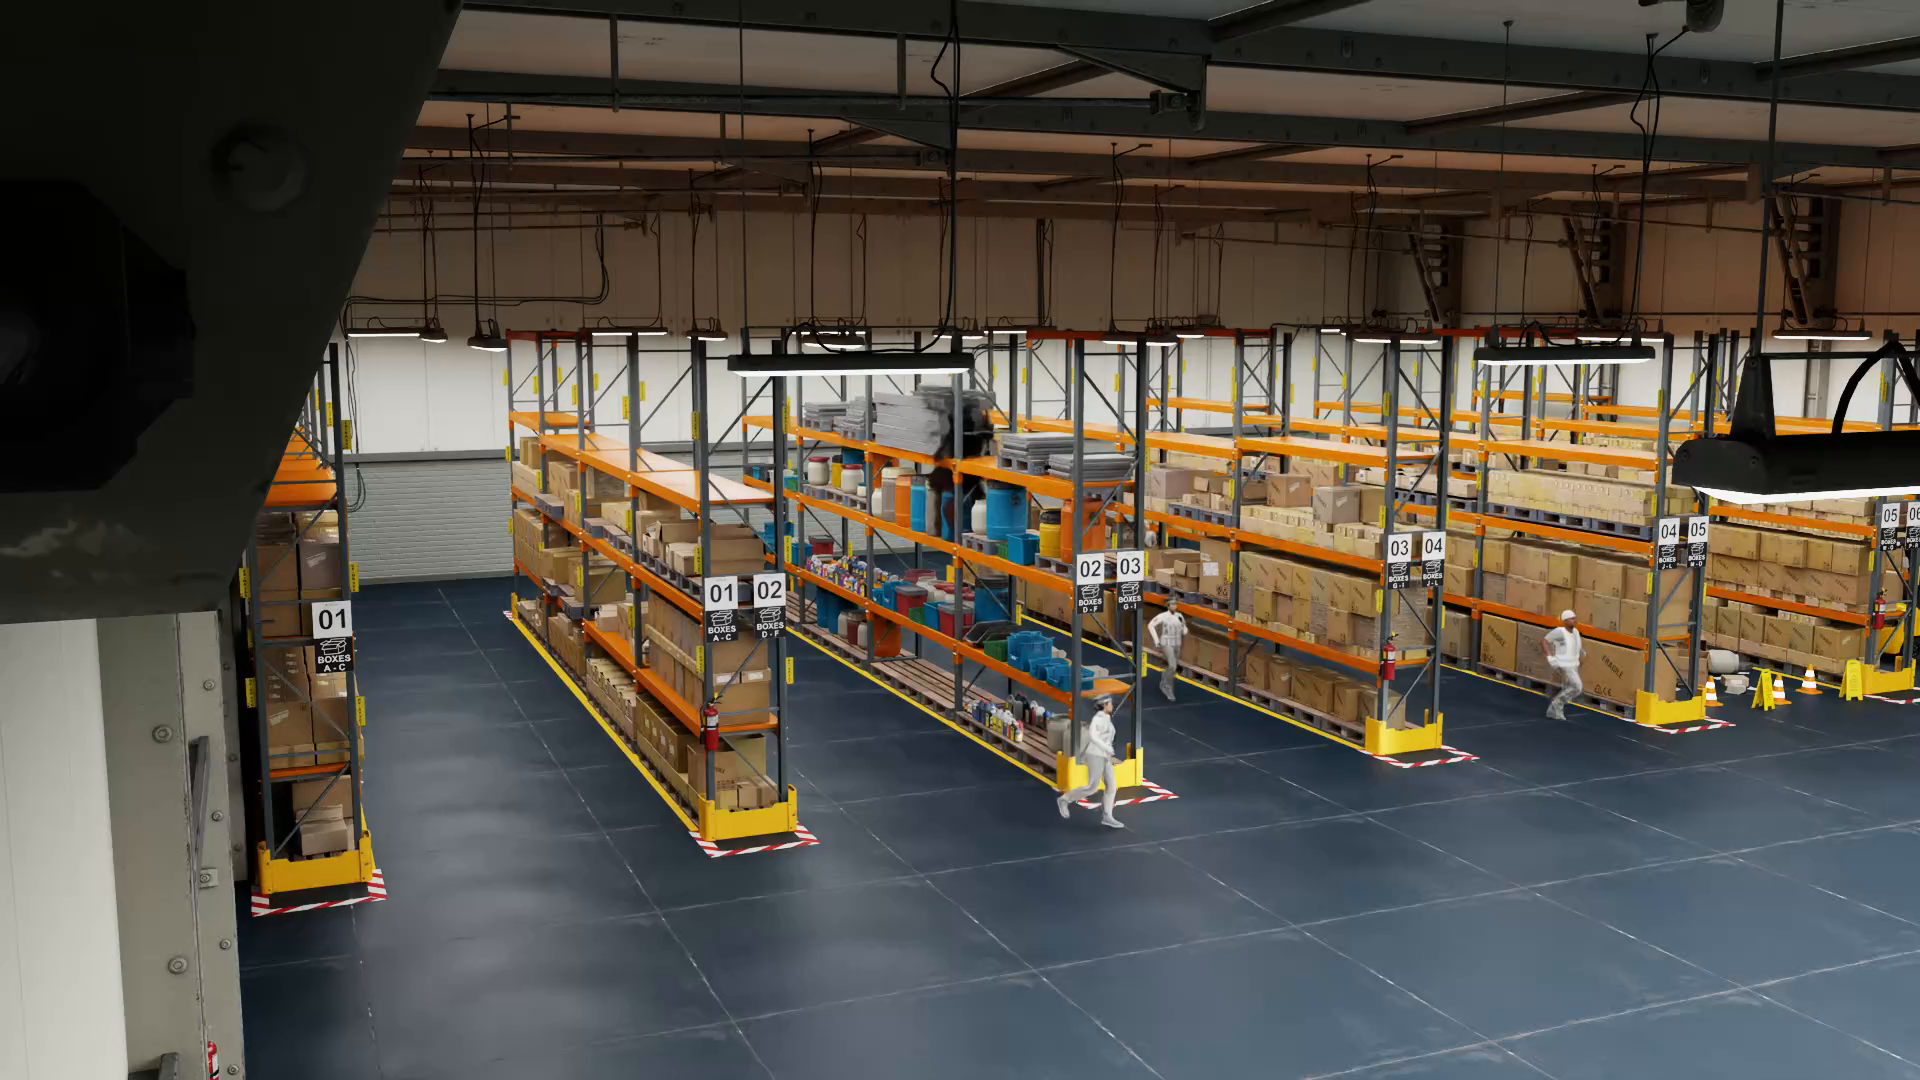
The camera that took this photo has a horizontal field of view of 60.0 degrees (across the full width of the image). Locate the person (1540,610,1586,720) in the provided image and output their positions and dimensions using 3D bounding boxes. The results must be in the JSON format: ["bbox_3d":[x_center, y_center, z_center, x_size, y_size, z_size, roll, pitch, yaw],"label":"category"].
[{"bbox_3d":[9.445,1.949,25.848,0.679,1.717,0.631,-7,11,-43],"label":"person"}]

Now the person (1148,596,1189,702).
[{"bbox_3d":[3.477,1.780,27.409,0.576,1.744,0.719,-4,9,-29],"label":"person"}]

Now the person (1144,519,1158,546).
[{"bbox_3d":[4.188,0.352,37.638,0.568,1.667,0.925,-2,8,-17],"label":"person"}]

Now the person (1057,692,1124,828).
[{"bbox_3d":[1.685,2.712,20.833,0.868,1.609,0.673,2,8,16],"label":"person"}]
